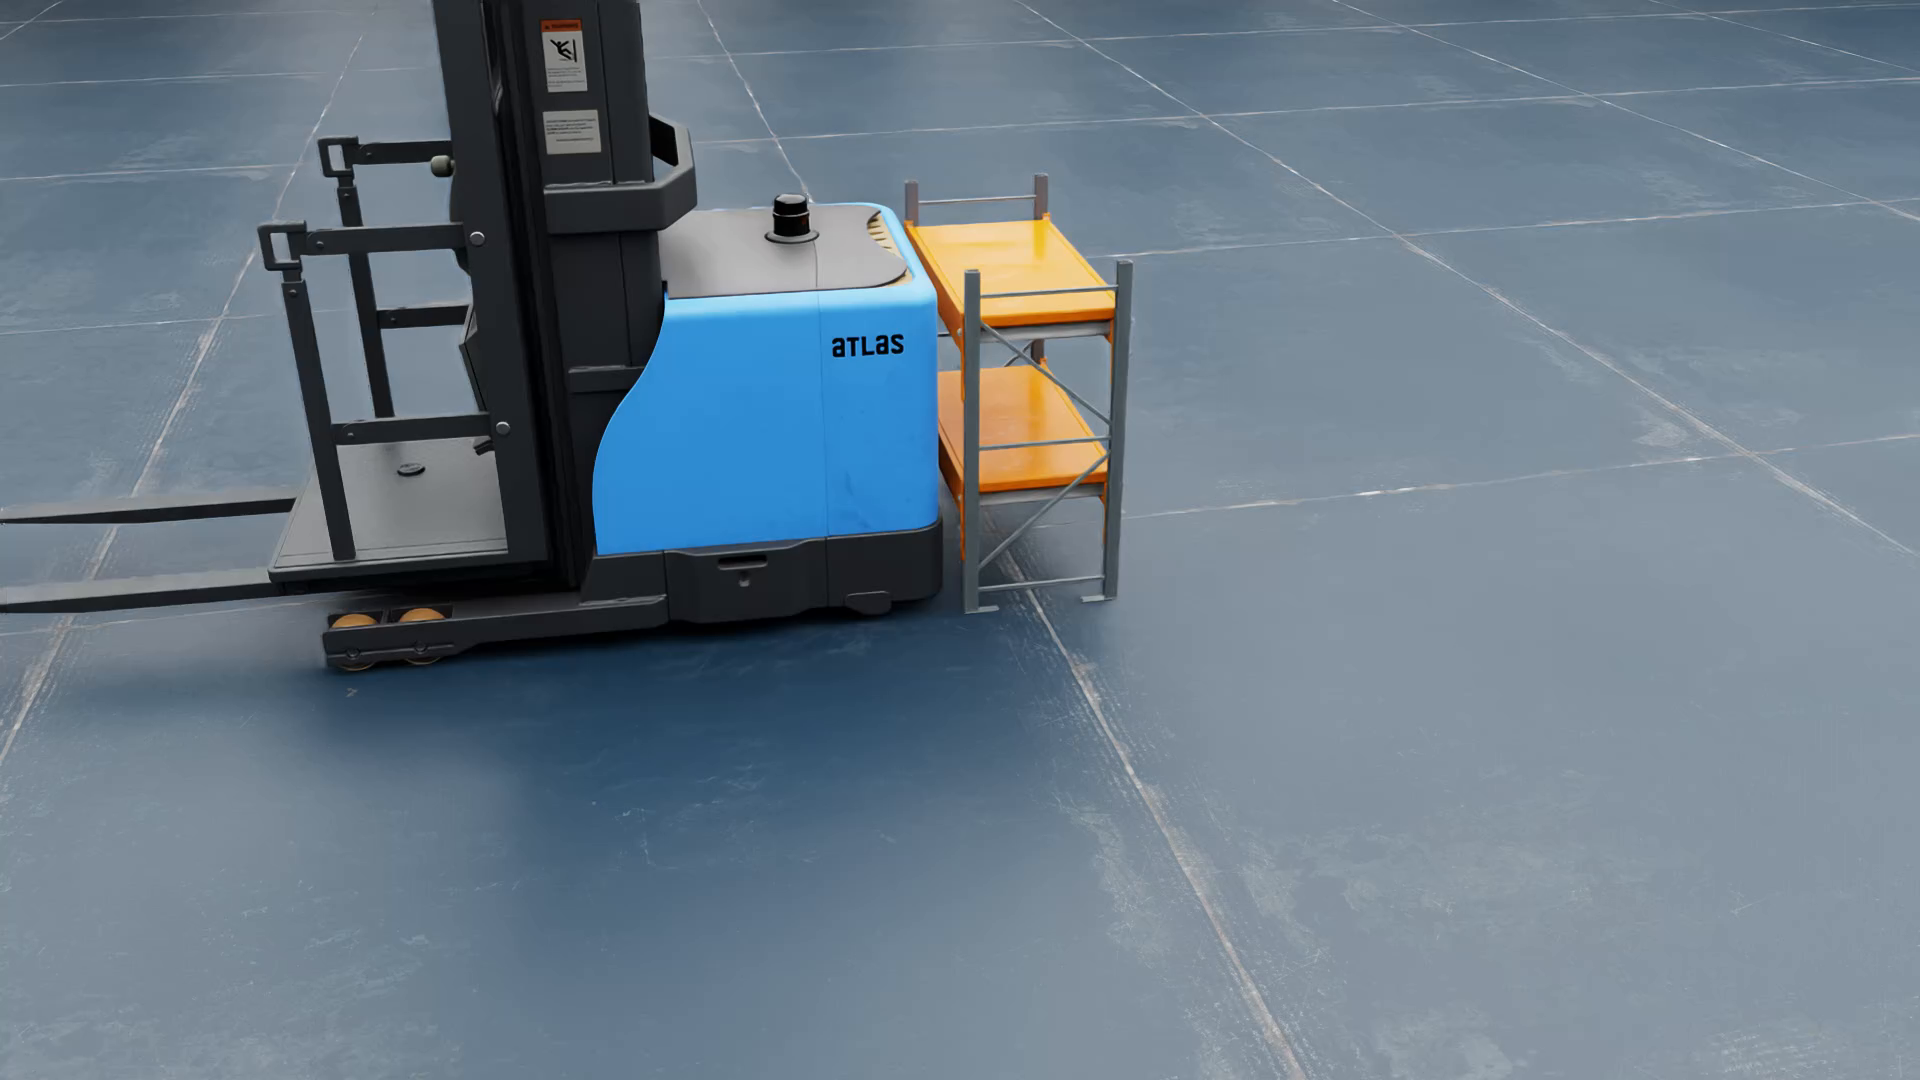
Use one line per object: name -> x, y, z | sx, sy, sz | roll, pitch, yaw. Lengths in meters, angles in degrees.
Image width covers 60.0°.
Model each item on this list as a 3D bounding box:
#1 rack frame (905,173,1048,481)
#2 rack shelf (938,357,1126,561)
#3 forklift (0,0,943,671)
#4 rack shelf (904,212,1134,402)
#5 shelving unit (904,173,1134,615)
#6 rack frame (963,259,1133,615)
rack frame -> 0.058, -0.743, 5.973 | 0.500, 1.125, 0.032 | -5, 27, -10
rack shelf -> 0.159, -0.300, 5.639 | 0.538, 0.278, 1.000 | -5, 27, -10
forklift -> -1.621, -1.175, 4.826 | 3.031, 2.935, 1.130 | -5, 27, -9
rack shelf -> 0.159, -0.780, 5.397 | 0.538, 0.278, 1.000 | -5, 27, -10
shelving unit -> 0.159, -0.518, 5.528 | 0.538, 1.125, 1.048 | -5, 27, -10
rack frame -> 0.259, -0.294, 5.084 | 0.500, 1.125, 0.032 | -5, 27, -10
